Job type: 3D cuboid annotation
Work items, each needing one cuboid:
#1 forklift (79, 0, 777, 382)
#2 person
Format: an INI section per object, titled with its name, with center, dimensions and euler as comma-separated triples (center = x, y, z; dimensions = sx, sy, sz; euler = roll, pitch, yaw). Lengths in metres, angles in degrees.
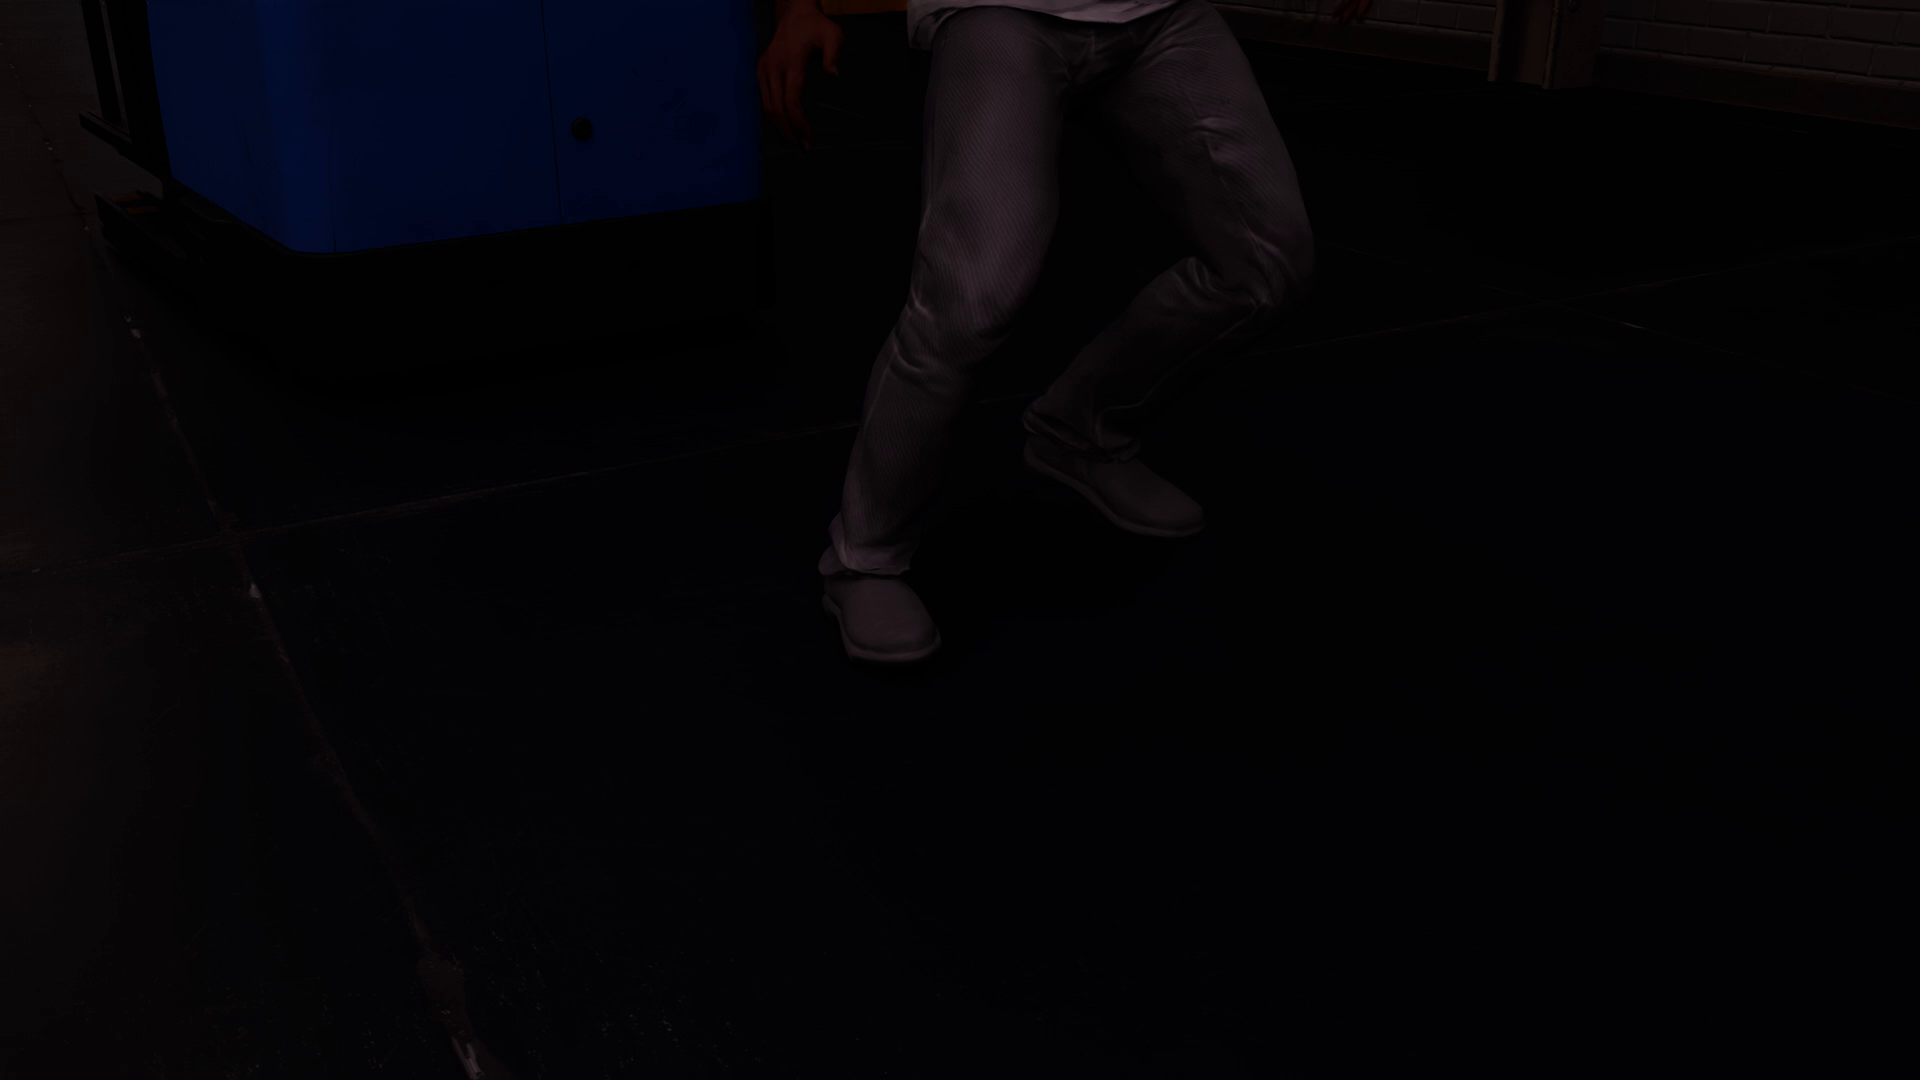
[forklift]
center = -1.686, -2.165, 4.049
dimensions = 1.130, 2.935, 3.031
euler = -15, 27, -33
[person]
center = 0.098, -0.695, 2.179
dimensions = 0.912, 1.644, 0.548
euler = -11, 25, -25
